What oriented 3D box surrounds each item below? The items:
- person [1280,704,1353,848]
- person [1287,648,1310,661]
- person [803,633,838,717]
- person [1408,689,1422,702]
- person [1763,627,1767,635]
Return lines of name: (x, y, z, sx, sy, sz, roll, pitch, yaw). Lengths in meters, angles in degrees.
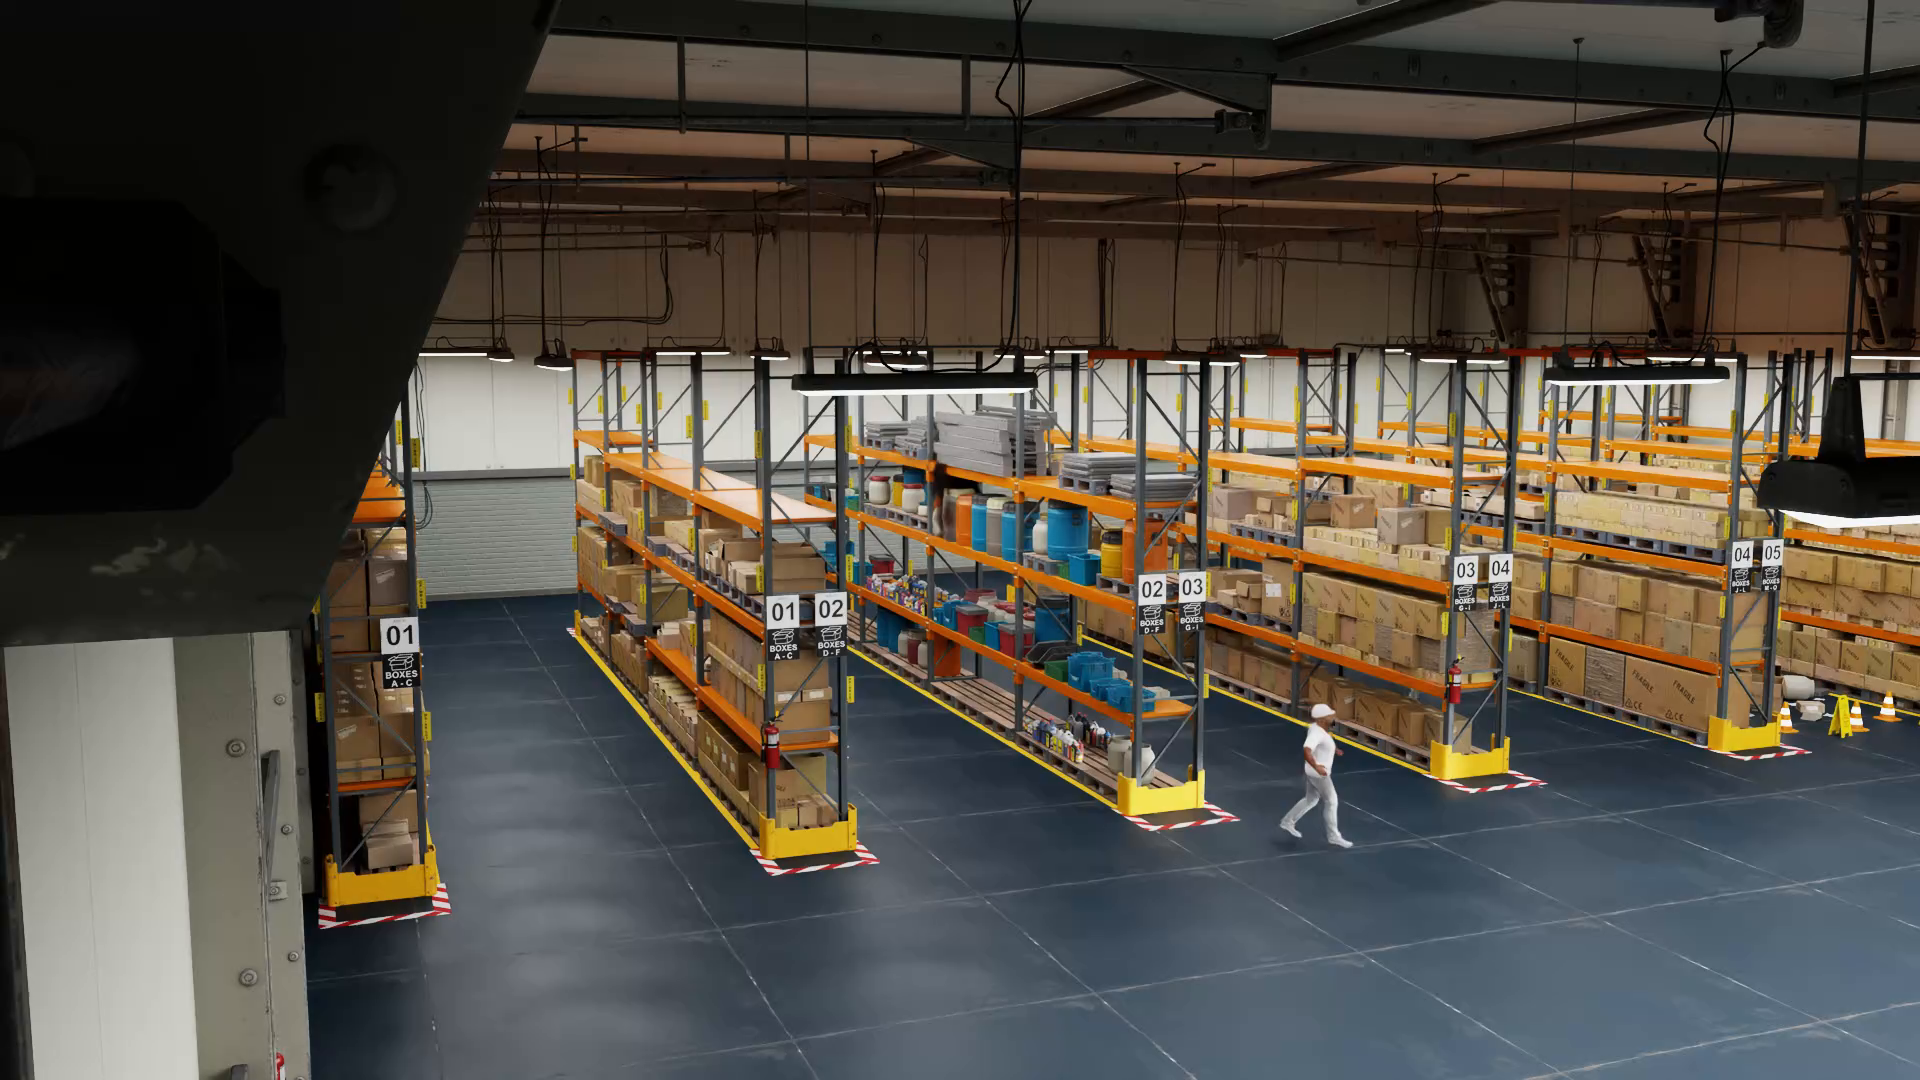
person: (4.409, 2.891, 20.490, 0.890, 1.781, 0.748, 1, 7, 7)
person: (6.614, 1.401, 32.635, 0.659, 1.782, 1.046, -3, 8, -23)
person: (-2.481, 2.081, 27.628, 0.869, 1.695, 0.716, 6, 10, 42)
person: (7.988, 2.101, 28.267, 0.595, 1.434, 0.964, -3, 8, -20)
person: (15.991, 1.383, 33.282, 0.662, 1.670, 0.697, -4, 8, -26)
